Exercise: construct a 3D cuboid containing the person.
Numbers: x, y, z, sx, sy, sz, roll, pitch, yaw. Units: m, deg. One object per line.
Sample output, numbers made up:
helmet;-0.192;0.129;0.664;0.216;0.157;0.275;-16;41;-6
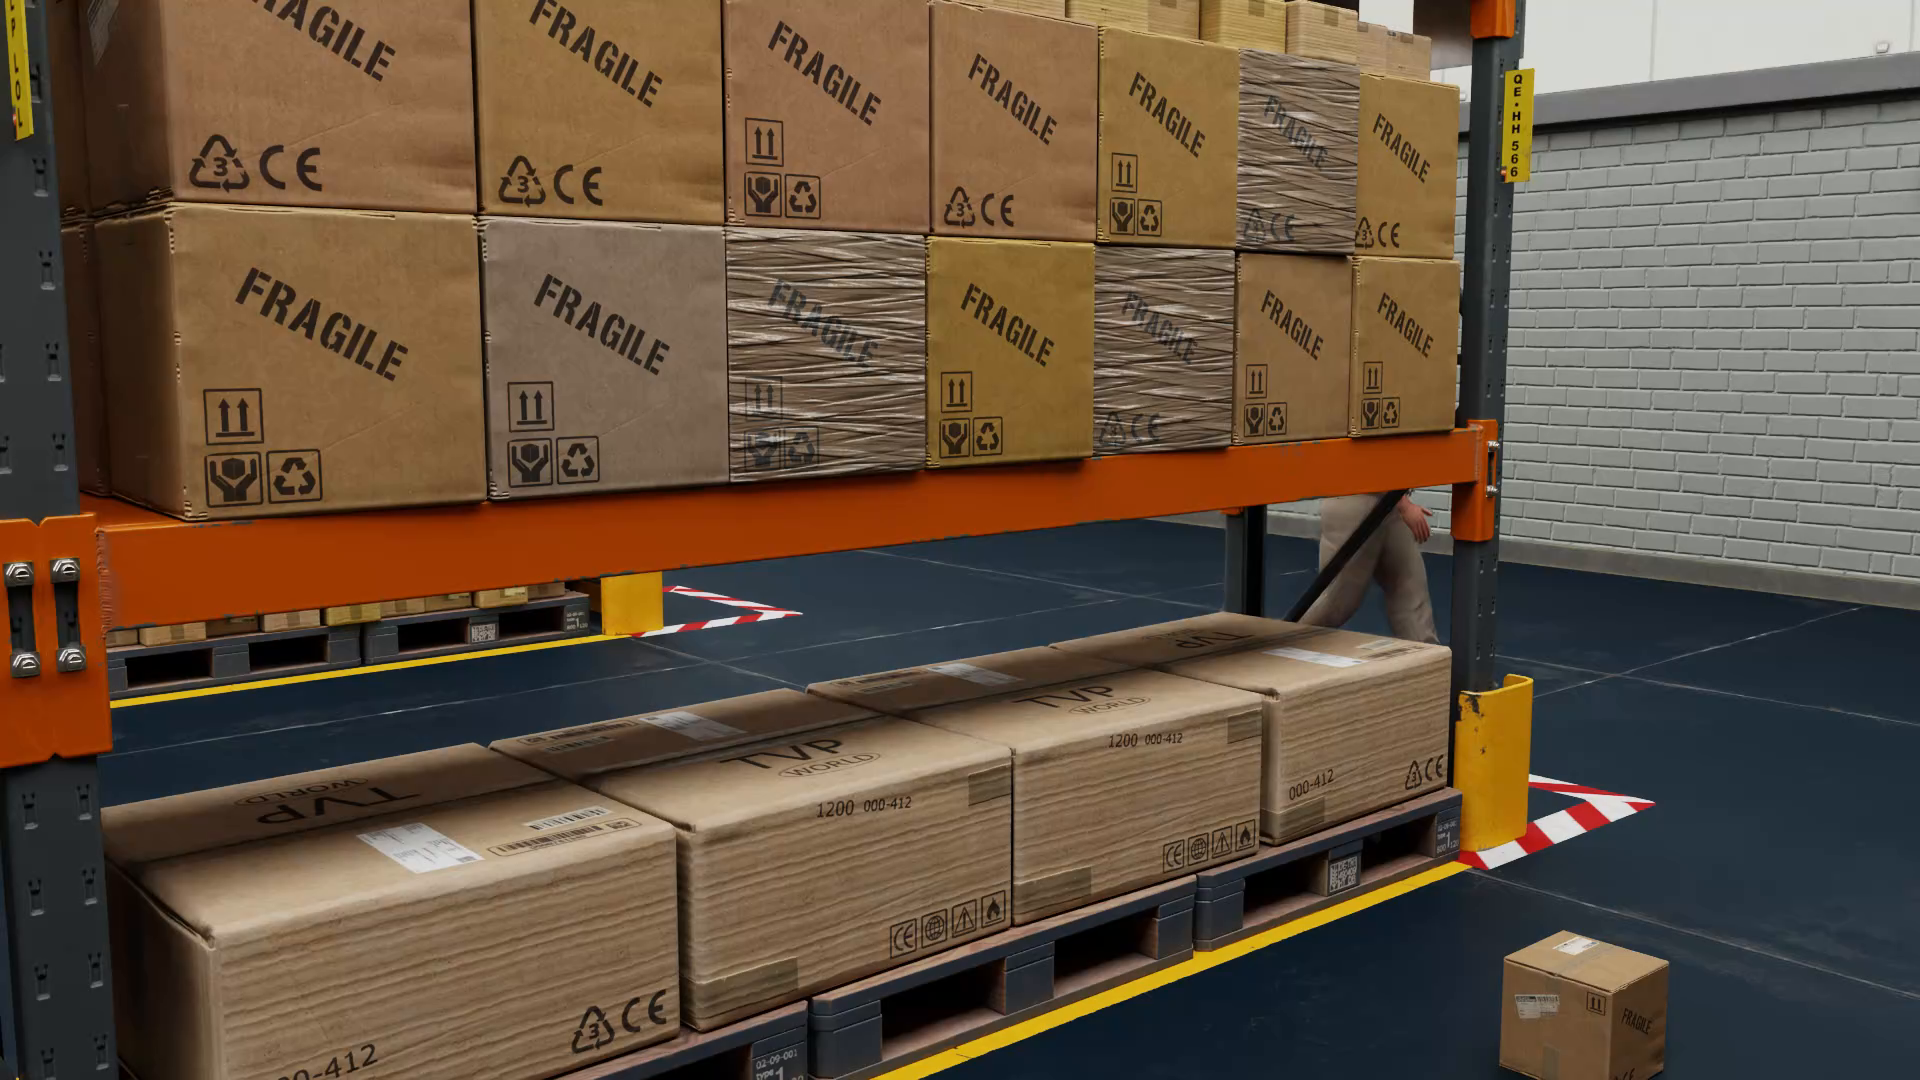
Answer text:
person;1.763;-0.143;6.935;0.984;1.668;0.623;2;8;18
